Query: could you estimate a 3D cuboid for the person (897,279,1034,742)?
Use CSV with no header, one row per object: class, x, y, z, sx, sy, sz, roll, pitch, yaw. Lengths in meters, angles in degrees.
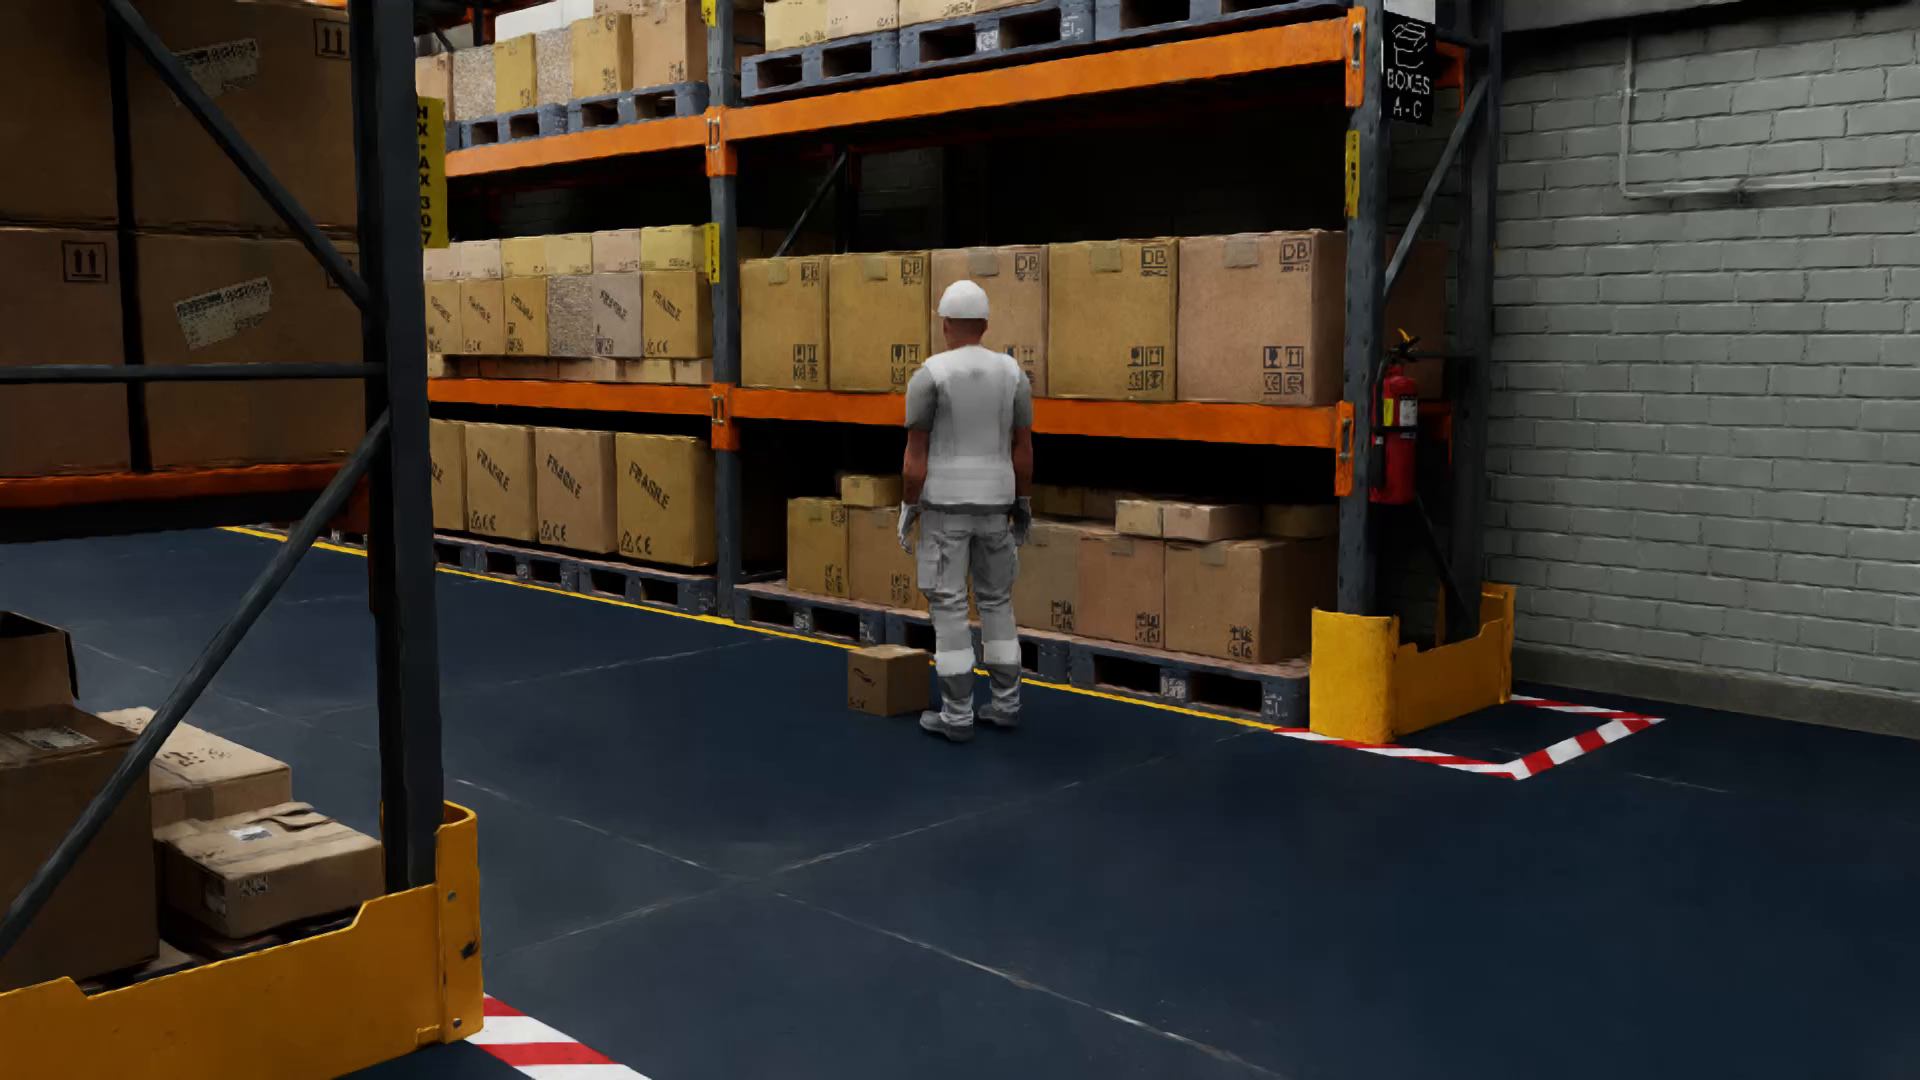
person,0.007,-0.124,6.592,0.569,1.794,0.420,-3,8,-24
